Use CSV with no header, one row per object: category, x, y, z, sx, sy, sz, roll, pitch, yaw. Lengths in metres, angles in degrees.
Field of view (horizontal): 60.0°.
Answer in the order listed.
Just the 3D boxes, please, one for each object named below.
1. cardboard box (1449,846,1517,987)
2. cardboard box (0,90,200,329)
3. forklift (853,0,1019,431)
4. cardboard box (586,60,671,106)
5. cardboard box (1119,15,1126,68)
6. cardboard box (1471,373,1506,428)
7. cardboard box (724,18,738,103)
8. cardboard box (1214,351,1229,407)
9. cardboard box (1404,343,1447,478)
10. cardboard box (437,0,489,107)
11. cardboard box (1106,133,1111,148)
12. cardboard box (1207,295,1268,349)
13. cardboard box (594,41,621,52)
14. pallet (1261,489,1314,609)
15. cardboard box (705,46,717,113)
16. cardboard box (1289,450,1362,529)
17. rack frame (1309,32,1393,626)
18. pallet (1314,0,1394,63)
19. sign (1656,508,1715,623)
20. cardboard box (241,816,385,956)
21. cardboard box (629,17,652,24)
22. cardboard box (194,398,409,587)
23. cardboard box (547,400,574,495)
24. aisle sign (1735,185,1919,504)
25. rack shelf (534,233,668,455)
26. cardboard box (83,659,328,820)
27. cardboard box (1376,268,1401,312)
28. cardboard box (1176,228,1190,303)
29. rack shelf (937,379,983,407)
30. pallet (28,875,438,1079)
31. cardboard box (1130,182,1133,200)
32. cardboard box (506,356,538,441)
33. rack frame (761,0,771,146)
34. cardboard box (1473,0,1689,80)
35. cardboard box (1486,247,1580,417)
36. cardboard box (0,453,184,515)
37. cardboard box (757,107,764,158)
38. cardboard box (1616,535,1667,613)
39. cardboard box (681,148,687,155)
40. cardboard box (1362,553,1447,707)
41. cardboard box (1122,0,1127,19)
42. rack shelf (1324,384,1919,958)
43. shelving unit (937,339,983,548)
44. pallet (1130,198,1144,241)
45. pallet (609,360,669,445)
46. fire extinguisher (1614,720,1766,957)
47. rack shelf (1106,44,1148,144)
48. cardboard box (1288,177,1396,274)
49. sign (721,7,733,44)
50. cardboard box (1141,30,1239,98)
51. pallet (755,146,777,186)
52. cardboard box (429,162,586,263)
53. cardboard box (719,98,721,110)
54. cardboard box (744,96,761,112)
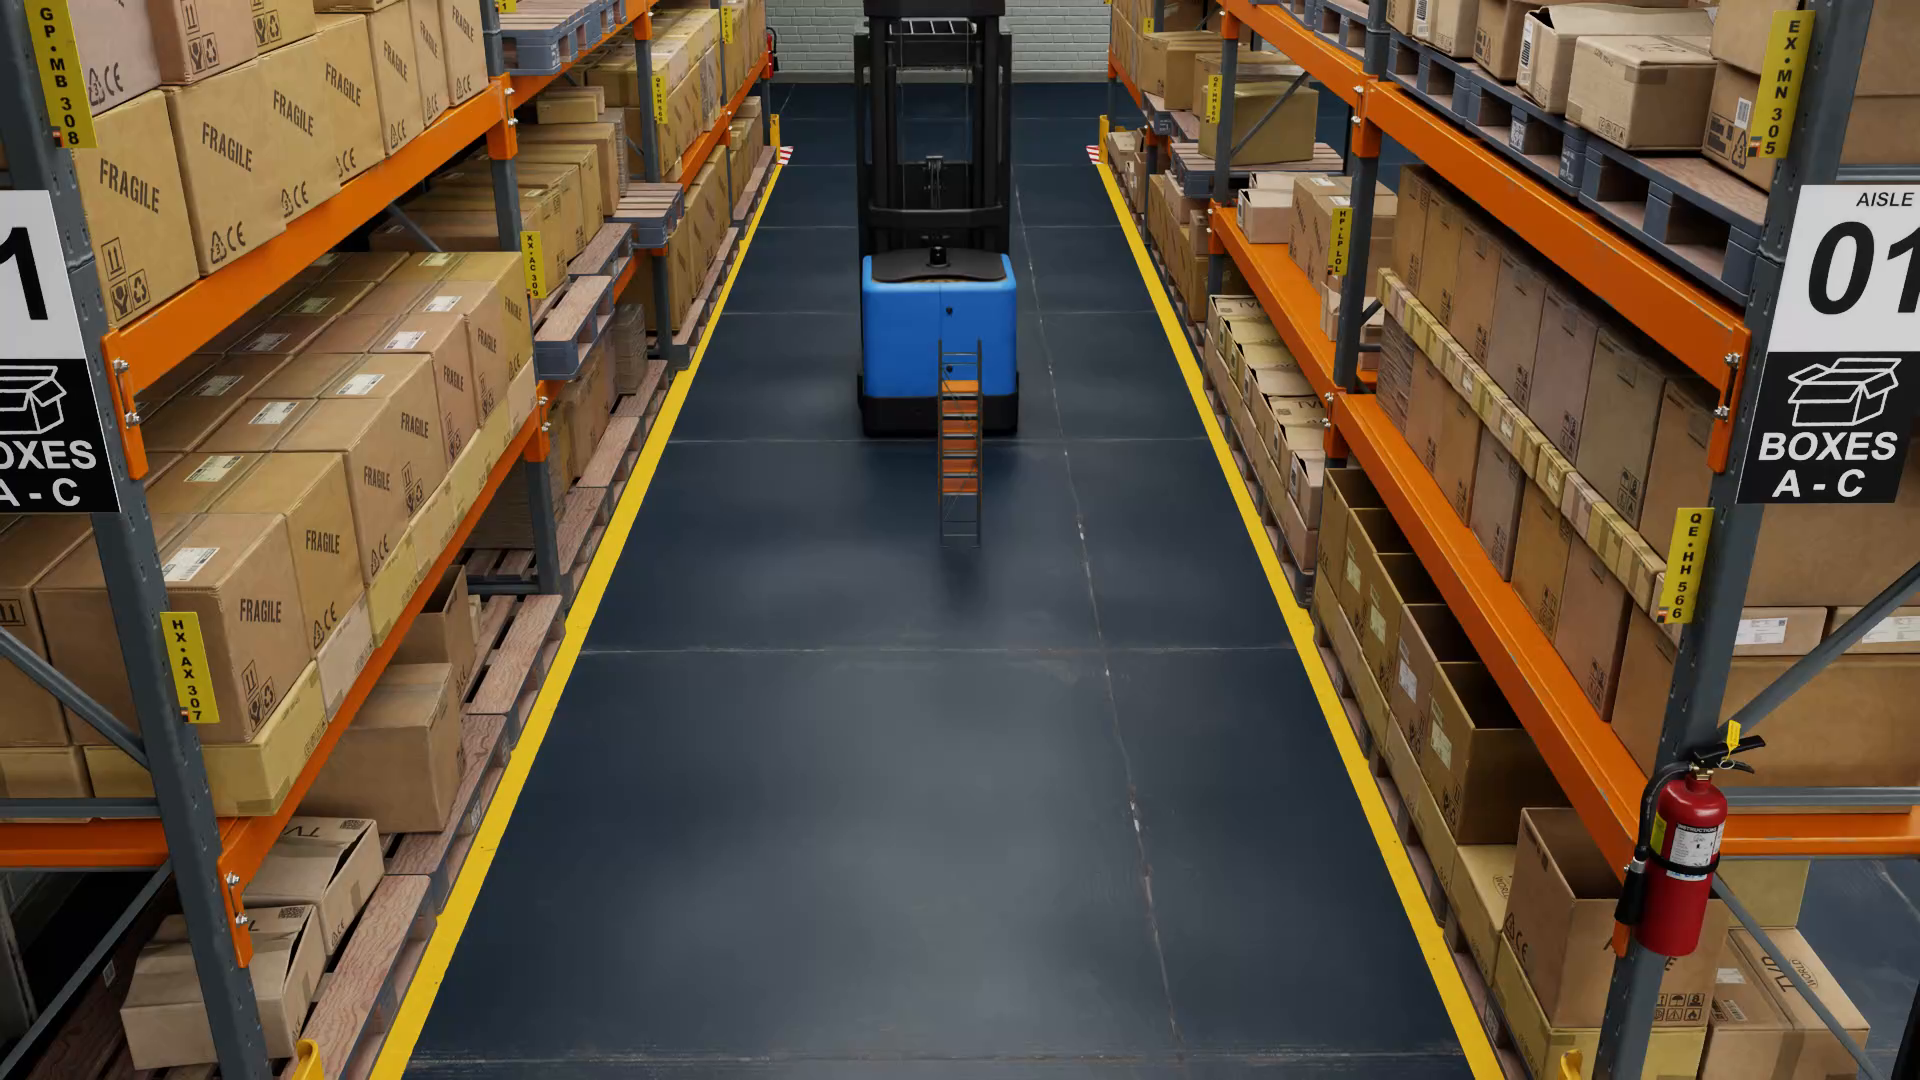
cardboard box,2.087,1.343,5.968,0.500,0.250,0.500,0,24,-1
cardboard box,-2.301,-0.830,4.159,0.500,0.500,0.500,0,24,1
forklift,-0.199,-2.633,12.015,1.130,2.935,3.031,-1,24,-2
cardboard box,-2.382,-3.298,11.985,0.500,0.250,0.500,0,24,1
cardboard box,1.986,-5.328,17.770,0.500,0.500,0.500,0,24,-1
cardboard box,2.192,-0.533,6.379,0.380,0.149,0.250,0,24,-1
cardboard box,-2.668,-4.574,15.860,0.980,0.700,0.700,0,24,0
cardboard box,2.037,-1.104,11.378,0.500,0.250,0.500,-1,24,-2
cardboard box,2.386,-0.587,7.286,0.700,0.500,0.500,-1,24,-1
cardboard box,-2.338,-2.131,7.036,0.500,0.500,0.500,0,24,1
cardboard box,1.893,-4.614,19.237,0.380,0.149,0.250,0,24,-1
cardboard box,2.031,-1.567,11.720,0.500,0.311,0.500,1,24,1
cardboard box,-2.903,-3.708,12.893,0.500,0.250,0.500,-1,24,-2
pallet,2.316,0.026,9.437,1.003,0.211,1.213,0,24,-1
cardboard box,-2.405,-4.005,14.459,0.500,0.500,0.500,0,24,0
cardboard box,2.071,-0.301,8.922,0.500,0.311,0.500,0,24,-1
rack frame,2.363,-0.941,8.192,1.000,3.000,0.127,0,24,-1
pallet,2.340,-2.584,8.416,0.805,0.209,1.217,-1,24,-3
sign,1.863,0.068,4.267,0.100,0.325,0.005,0,24,-1
cardboard box,-2.471,1.235,6.109,0.500,0.311,0.500,2,24,4
cardboard box,-2.921,-4.340,14.289,0.500,0.250,0.500,0,24,0
cardboard box,-2.247,-0.167,5.726,0.500,0.500,0.500,-1,24,-2
cardboard box,-2.671,-0.495,9.704,0.700,0.500,0.500,-1,24,-2
aisle sign,2.113,-0.449,3.949,0.394,0.787,0.004,0,24,-1
rack shelf,-2.613,-1.414,10.109,1.077,0.370,4.000,0,24,-1
cardboard box,-2.235,0.587,4.969,0.500,0.250,0.500,-1,24,-2
cardboard box,2.172,-1.171,7.791,0.380,0.149,0.250,0,24,-1
cardboard box,2.069,-2.249,13.582,0.500,0.500,0.500,-1,24,-2
rack shelf,0.000,-0.828,9.360,0.258,0.103,0.180,0,24,-1
pallet,-2.521,1.635,5.879,1.003,0.211,1.213,0,24,-1
cardboard box,1.921,-3.527,16.834,0.380,0.149,0.250,0,24,-1
cardboard box,-2.283,-0.665,7.737,0.500,0.250,0.500,0,24,0
rack frame,-2.722,-5.862,19.072,1.000,3.000,0.127,0,24,-1
cardboard box,2.254,-1.931,5.935,0.797,0.503,0.637,2,24,5
cardboard box,2.390,-0.775,6.128,0.700,0.500,0.500,0,24,-1
cardboard box,-2.760,0.047,5.253,0.500,0.500,0.500,0,24,0
cardboard box,-2.614,-4.627,18.864,0.700,0.500,0.500,0,24,-1
cardboard box,2.207,0.101,4.978,0.380,0.149,0.250,0,24,1
cardboard box,-2.434,-3.229,13.531,0.380,0.149,0.250,0,24,0
cardboard box,2.066,0.383,7.180,0.500,0.500,0.500,0,24,-1
cardboard box,1.987,-5.782,17.559,0.500,0.500,0.500,0,24,0
rack shelf,2.384,0.210,6.518,1.077,0.370,4.000,0,24,-1
shelving unit,0.000,-0.541,9.490,0.258,1.200,0.189,0,24,-1
pallet,2.269,-3.250,16.681,1.003,0.211,1.213,0,24,-1
pallet,-2.627,-0.973,11.646,1.003,0.211,1.213,0,24,-1
fire extinguisher,1.943,0.793,4.451,0.296,0.674,0.183,0,24,-1
rack shelf,2.253,-4.734,17.451,1.077,0.370,4.000,0,24,-1
cardboard box,2.354,-1.944,10.287,0.500,0.500,0.500,-2,24,-3
sign,-2.136,-4.712,15.220,0.100,0.325,0.005,0,24,-1
cardboard box,2.057,-4.279,14.939,0.700,0.500,0.500,-9,26,-18
pallet,-2.635,-4.263,18.919,1.003,0.211,1.213,0,24,-1
cardboard box,-2.600,-1.875,9.601,0.700,0.500,0.500,3,25,7
cardboard box,-2.391,-3.971,15.170,0.380,0.149,0.250,0,24,0
cardboard box,-2.430,-4.870,18.615,0.380,0.149,0.250,-1,24,-1
